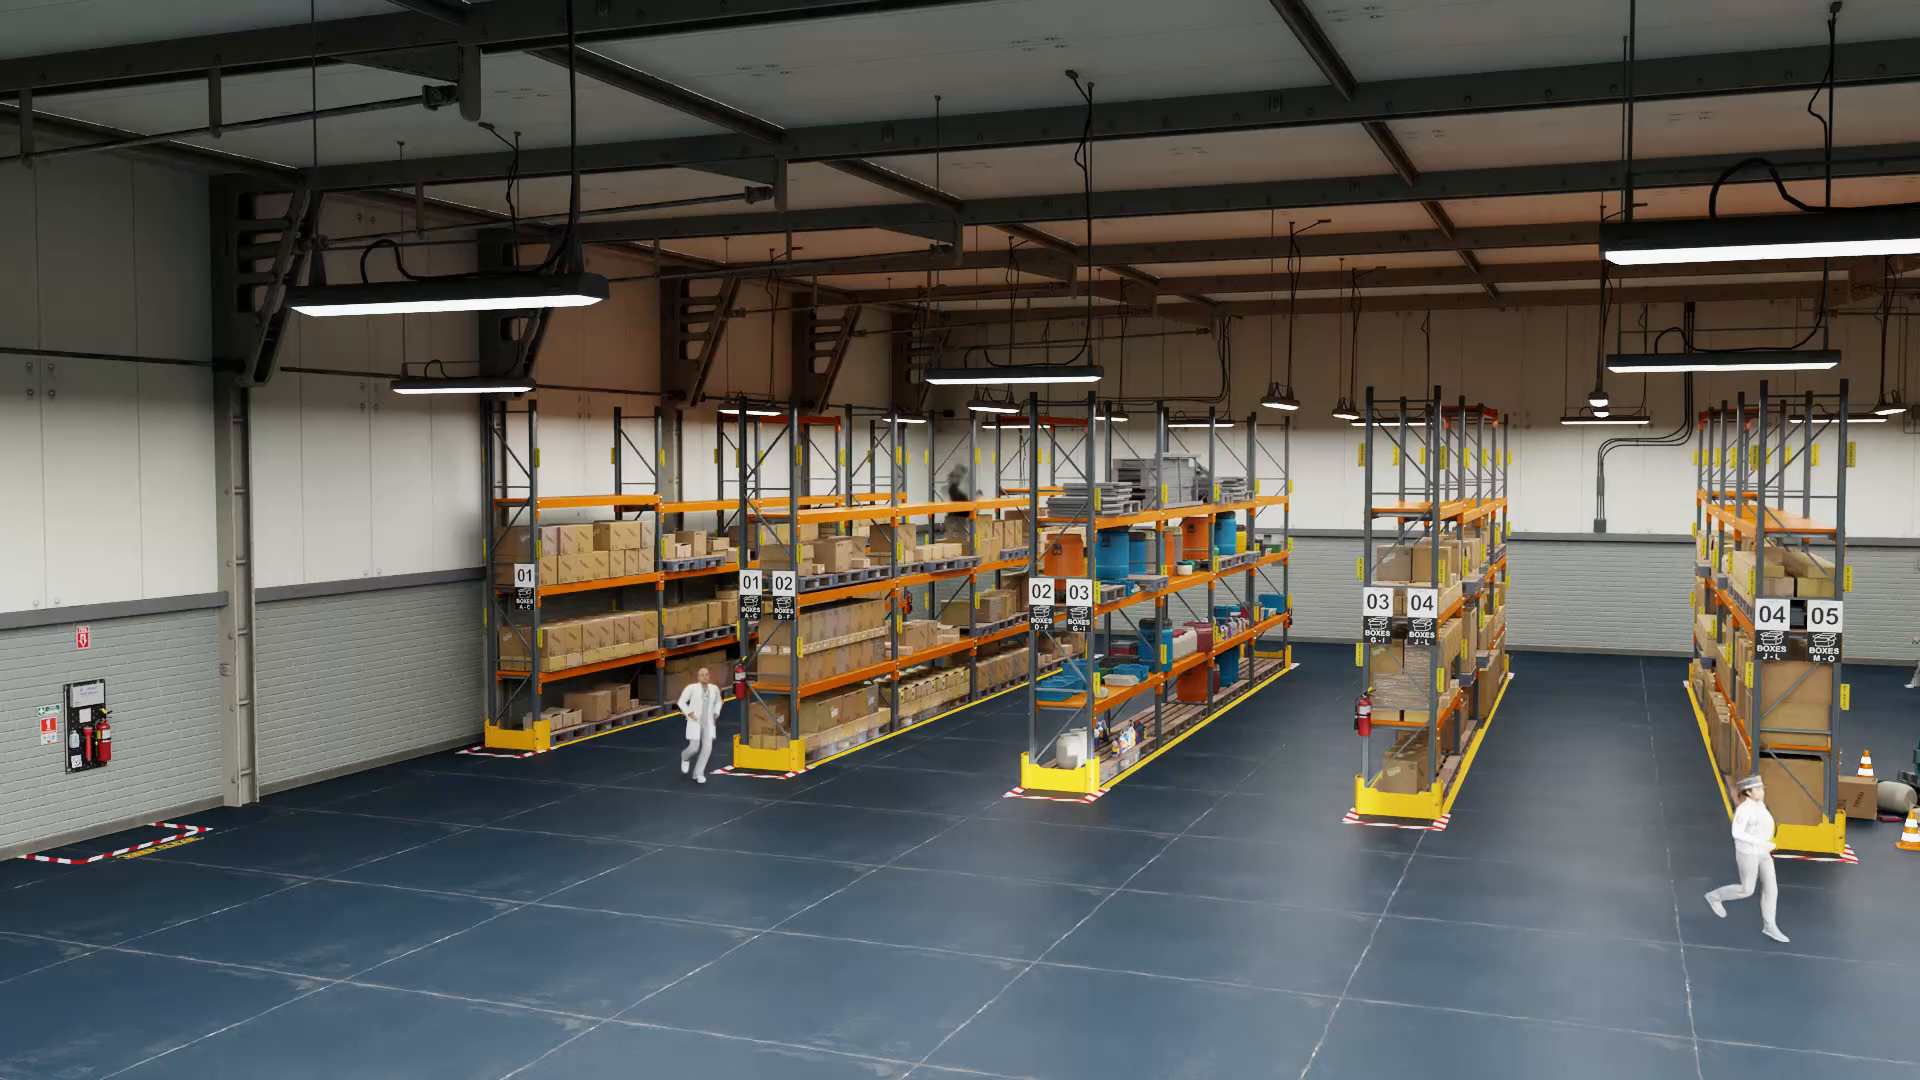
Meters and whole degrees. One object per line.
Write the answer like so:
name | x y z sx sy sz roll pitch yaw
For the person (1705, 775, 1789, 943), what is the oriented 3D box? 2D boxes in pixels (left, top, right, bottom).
person | 8.318 3.303 17.466 0.617 1.700 0.843 -2 3 -34

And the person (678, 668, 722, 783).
person | -4.034 2.862 25.918 0.730 1.744 0.761 -1 3 -27

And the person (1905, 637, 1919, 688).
person | 20.984 2.399 35.925 0.963 1.656 0.573 1 3 19
